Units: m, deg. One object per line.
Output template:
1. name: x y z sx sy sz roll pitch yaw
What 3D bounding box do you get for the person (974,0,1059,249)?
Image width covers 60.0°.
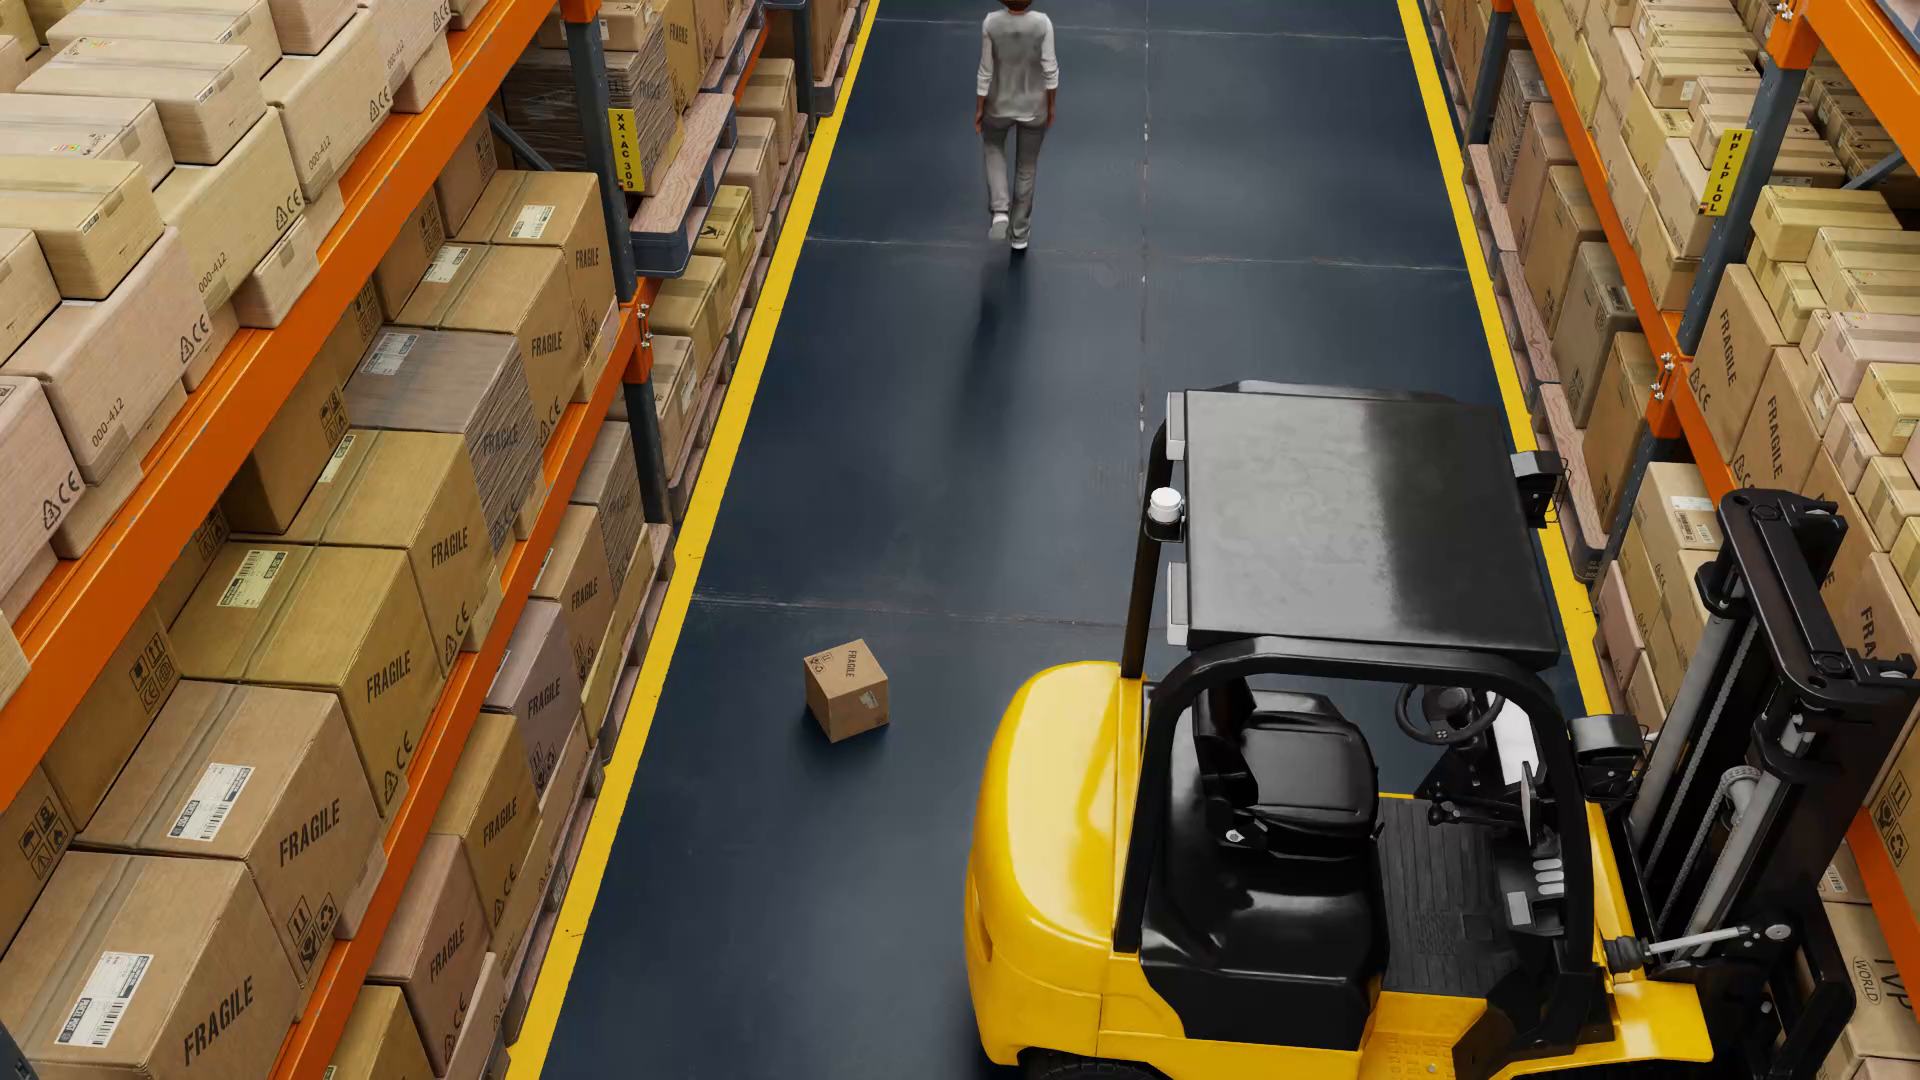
1. person: 0.297 -2.290 8.802 0.436 1.586 0.417 3 41 3
